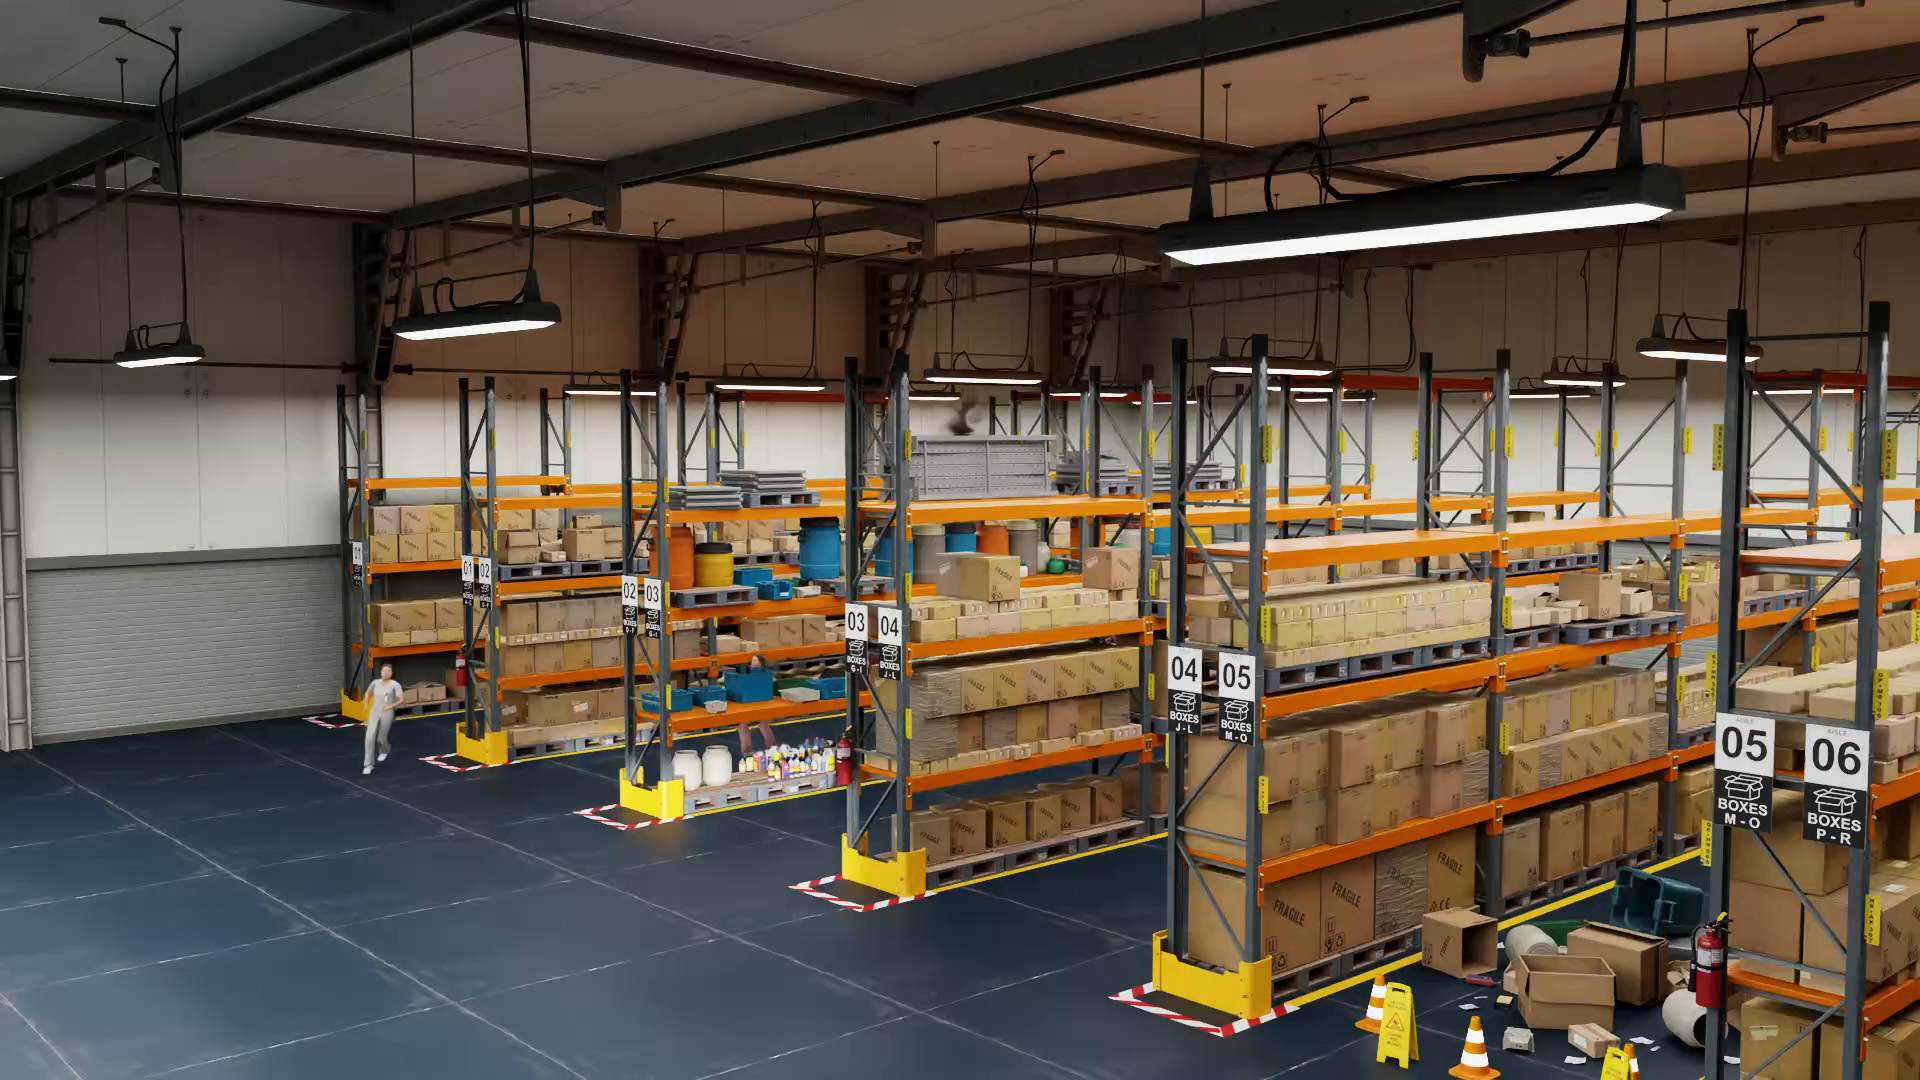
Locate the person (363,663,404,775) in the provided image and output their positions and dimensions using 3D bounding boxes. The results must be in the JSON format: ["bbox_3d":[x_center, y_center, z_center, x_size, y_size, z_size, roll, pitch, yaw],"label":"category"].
[{"bbox_3d":[-8.778,2.688,25.346,0.609,1.643,0.869,0,4,-2],"label":"person"}]

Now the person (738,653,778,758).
[{"bbox_3d":[-3.155,2.627,25.983,0.546,1.721,0.742,3,5,35],"label":"person"}]

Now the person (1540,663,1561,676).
[{"bbox_3d":[8.941,2.643,25.142,0.691,1.785,0.618,-4,5,-43],"label":"person"}]
